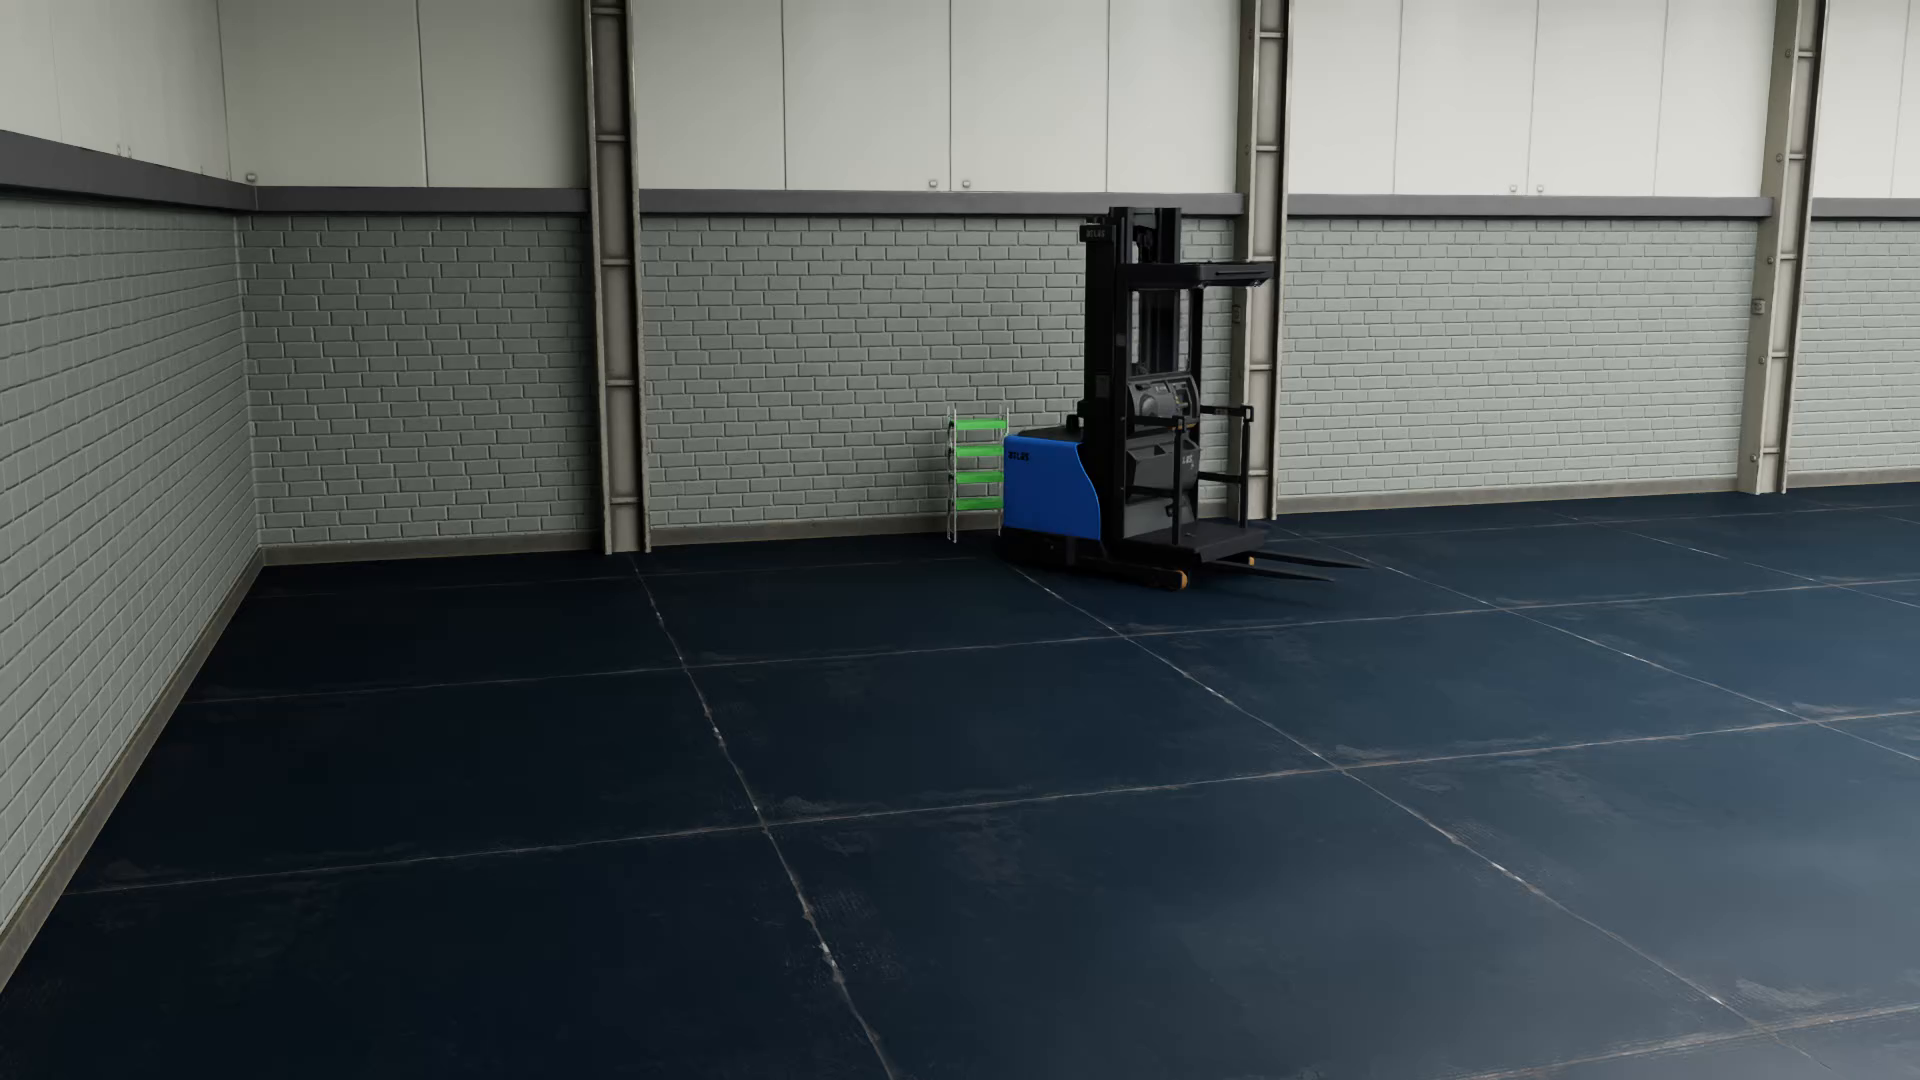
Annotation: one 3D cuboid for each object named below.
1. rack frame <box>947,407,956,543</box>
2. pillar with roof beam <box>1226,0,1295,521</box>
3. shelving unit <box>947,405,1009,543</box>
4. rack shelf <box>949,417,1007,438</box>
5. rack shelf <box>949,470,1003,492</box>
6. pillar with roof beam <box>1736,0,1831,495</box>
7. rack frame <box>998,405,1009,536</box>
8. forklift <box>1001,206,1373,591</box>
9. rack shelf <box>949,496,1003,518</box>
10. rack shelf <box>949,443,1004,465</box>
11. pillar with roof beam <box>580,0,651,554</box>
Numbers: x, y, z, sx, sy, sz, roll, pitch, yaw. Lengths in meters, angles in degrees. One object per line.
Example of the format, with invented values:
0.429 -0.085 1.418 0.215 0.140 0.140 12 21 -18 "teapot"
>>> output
-0.075 -0.586 14.916 0.015 1.200 0.240 -3 11 -16 "rack frame"
4.042 -3.893 11.338 0.400 9.000 9.100 -3 11 -16 "pillar with roof beam"
0.159 -0.598 14.983 0.503 1.200 0.258 -3 11 -16 "shelving unit"
0.159 -1.008 14.908 0.480 0.148 0.258 -3 11 -16 "rack shelf"
0.159 -0.536 14.995 0.480 0.148 0.258 -3 11 -16 "rack shelf"
9.803 -4.197 12.988 0.400 9.000 9.100 -3 11 -16 "pillar with roof beam"
0.393 -0.611 15.050 0.015 1.200 0.240 -3 11 -16 "rack frame"
1.794 -1.151 13.205 3.031 2.935 1.130 9 14 40 "forklift"
0.159 -0.300 15.038 0.480 0.148 0.258 -3 11 -16 "rack shelf"
0.159 -0.772 14.951 0.480 0.148 0.258 -3 11 -16 "rack shelf"
-1.719 -3.589 9.689 0.400 9.000 9.100 -3 11 -16 "pillar with roof beam"
